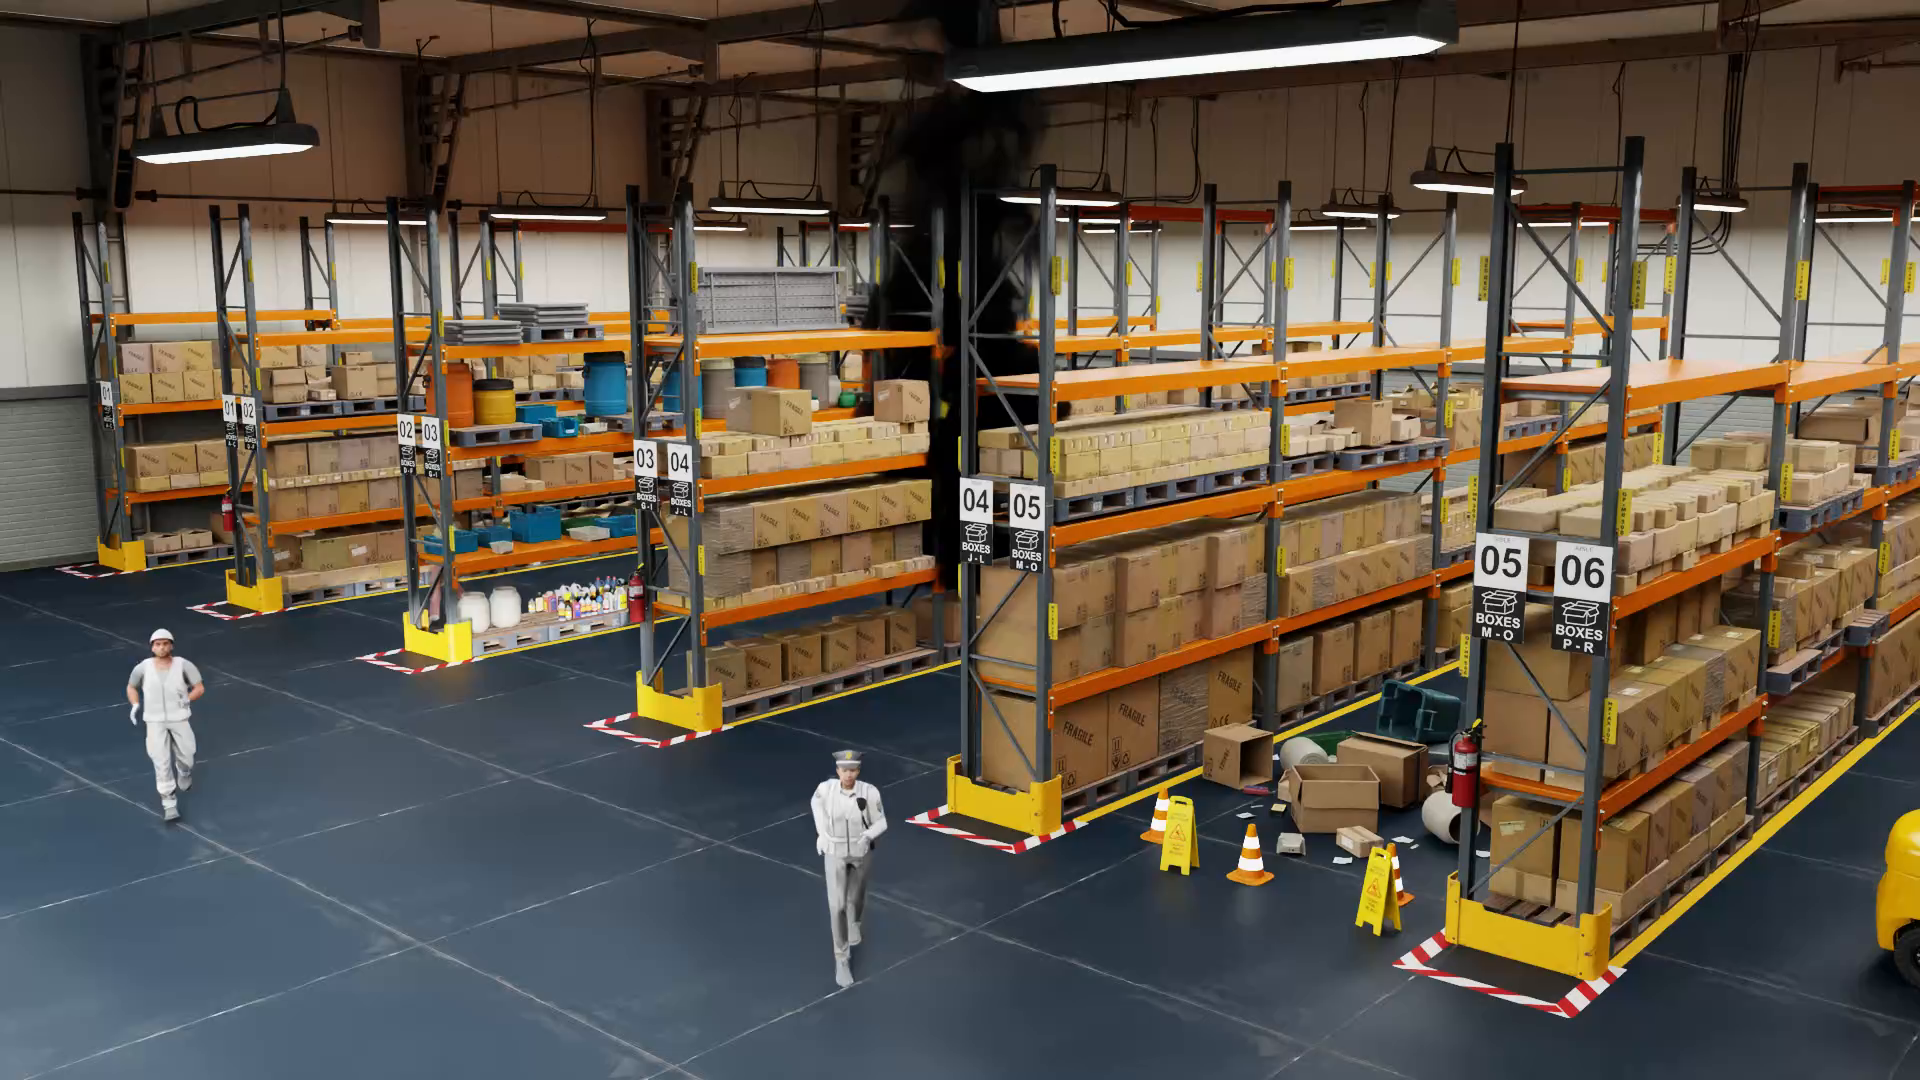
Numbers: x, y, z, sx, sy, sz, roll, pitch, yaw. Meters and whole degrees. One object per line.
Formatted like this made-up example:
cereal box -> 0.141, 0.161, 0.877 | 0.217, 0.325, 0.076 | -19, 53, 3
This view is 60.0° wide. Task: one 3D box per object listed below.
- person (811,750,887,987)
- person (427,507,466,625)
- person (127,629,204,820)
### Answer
person -> -0.815, 2.335, 12.274 | 0.541, 1.732, 0.870 | -1, 10, -8
person -> -7.420, 0.345, 24.016 | 0.578, 1.680, 0.882 | 5, 11, 27
person -> -7.495, 1.708, 15.730 | 0.669, 1.760, 0.868 | -4, 10, -23
